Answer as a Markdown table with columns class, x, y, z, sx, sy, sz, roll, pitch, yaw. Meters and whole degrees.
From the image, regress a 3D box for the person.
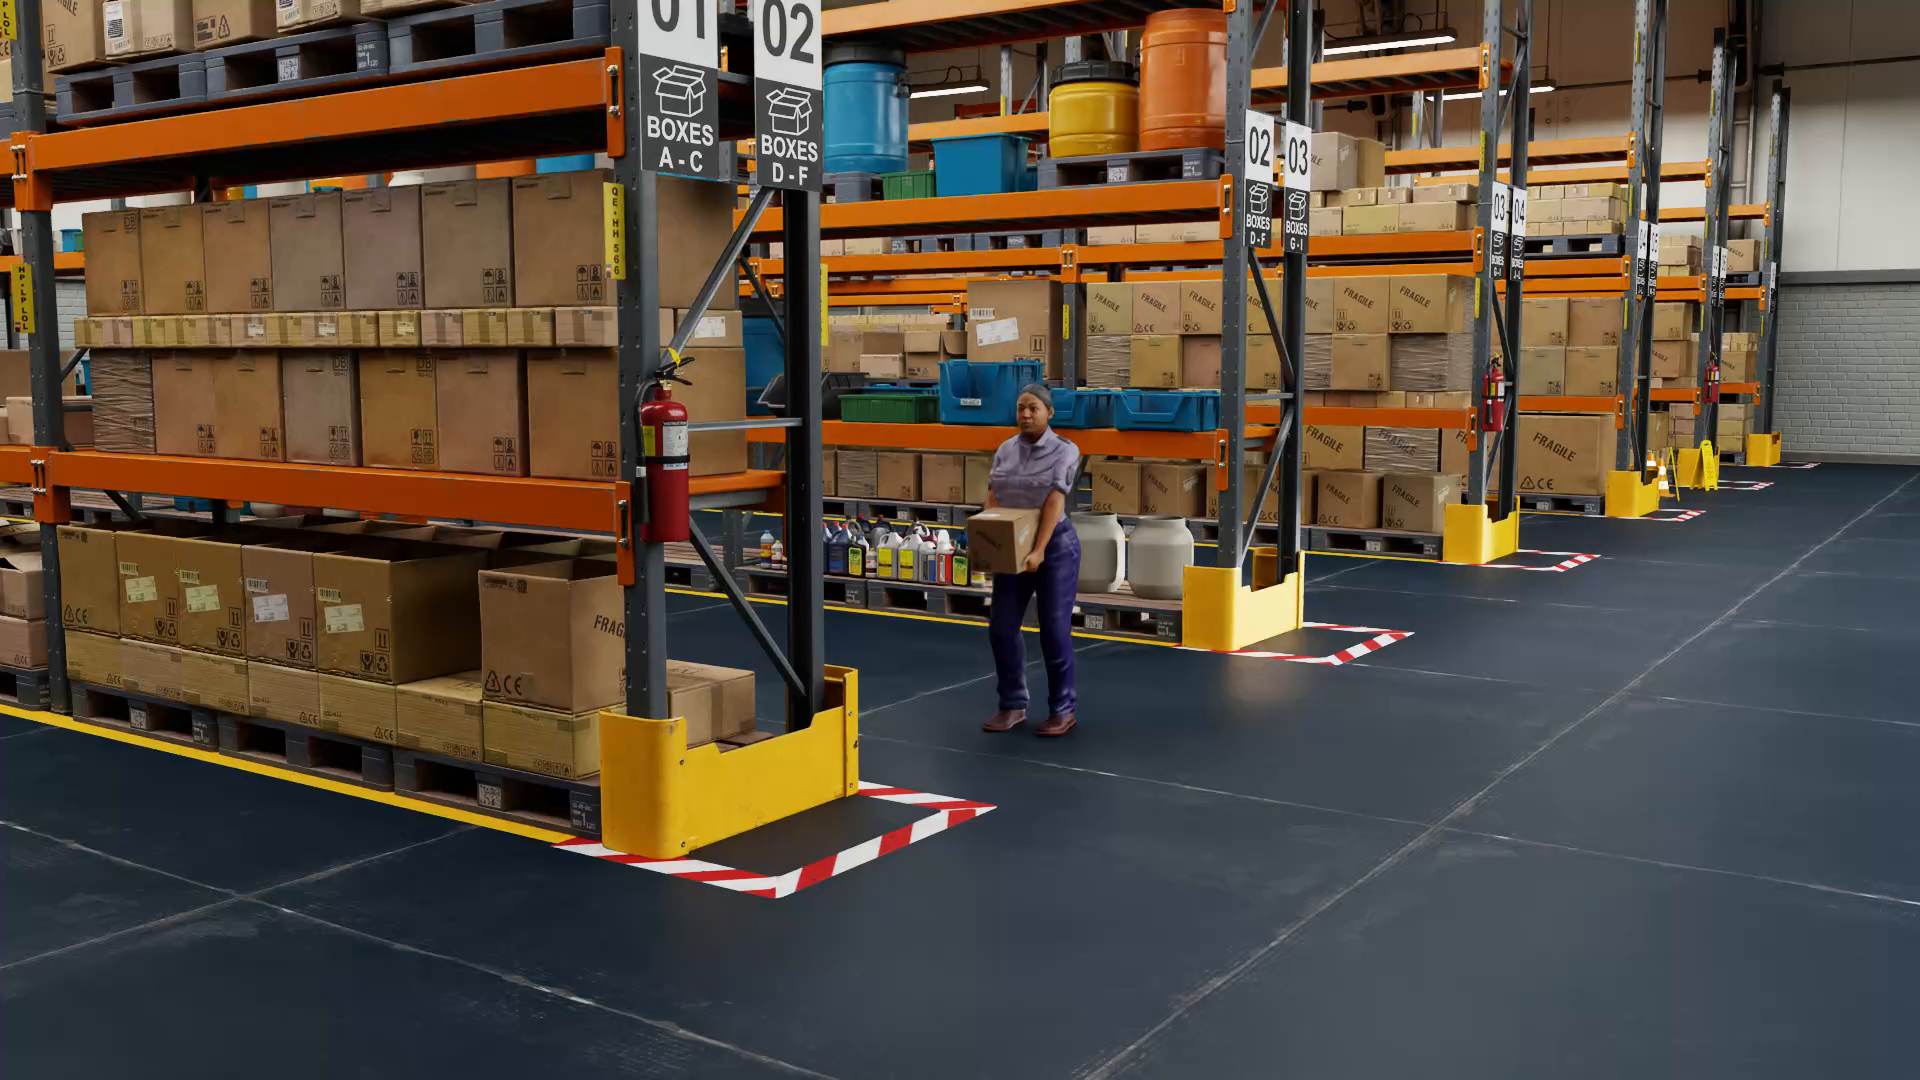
| class | x | y | z | sx | sy | sz | roll | pitch | yaw |
| --- | --- | --- | --- | --- | --- | --- | --- | --- | --- |
| person | 0.322 | 0.092 | 7.813 | 0.434 | 1.644 | 0.537 | 4 | 8 | 32 |
